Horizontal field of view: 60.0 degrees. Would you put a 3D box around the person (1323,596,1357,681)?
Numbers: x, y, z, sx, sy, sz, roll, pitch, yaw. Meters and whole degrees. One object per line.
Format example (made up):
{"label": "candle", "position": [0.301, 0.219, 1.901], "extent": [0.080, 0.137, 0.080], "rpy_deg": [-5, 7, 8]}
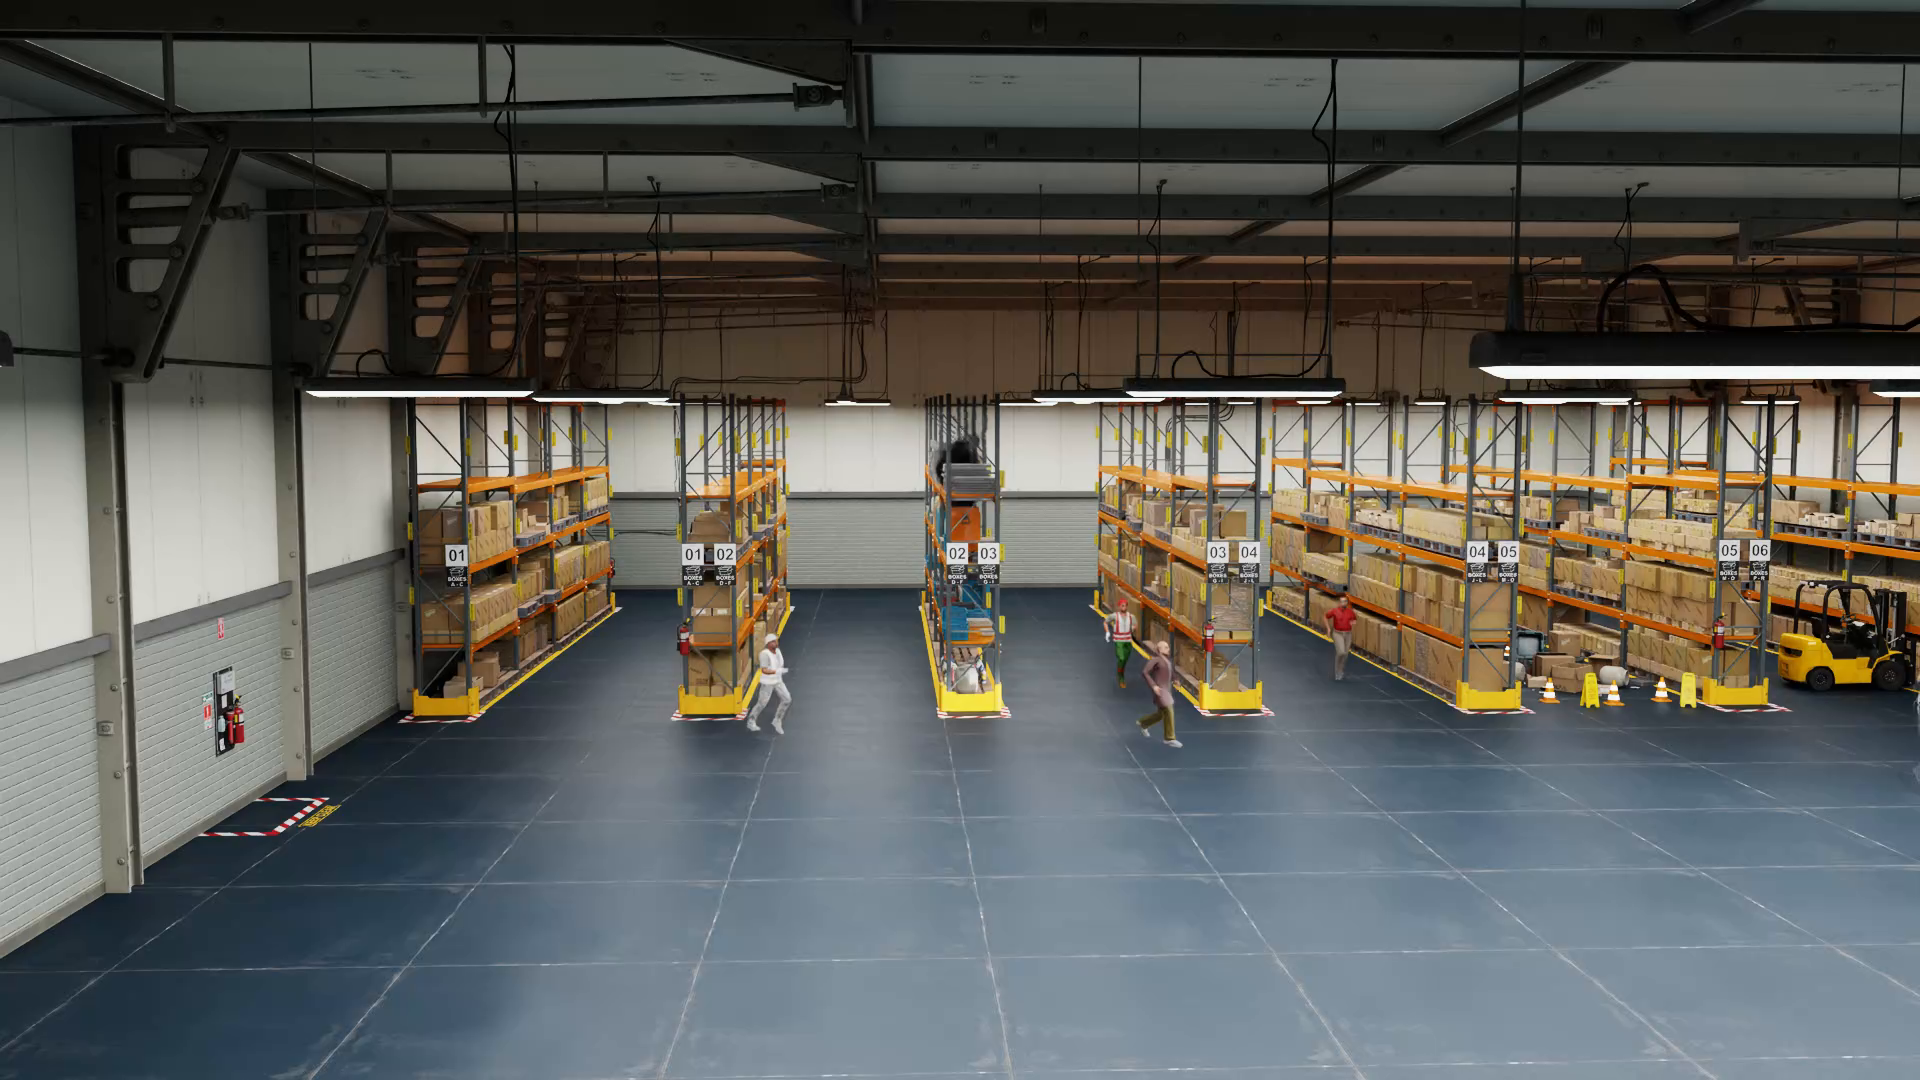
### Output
{"label": "person", "position": [8.101, 2.092, 35.242], "extent": [0.631, 1.798, 0.754], "rpy_deg": [-1, 5, -14]}

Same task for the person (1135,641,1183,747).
{"label": "person", "position": [3.400, 2.610, 28.384], "extent": [0.947, 1.781, 0.722], "rpy_deg": [3, 5, 33]}

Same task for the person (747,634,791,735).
{"label": "person", "position": [-3.307, 2.528, 29.184], "extent": [0.894, 1.800, 0.696], "rpy_deg": [3, 5, 32]}

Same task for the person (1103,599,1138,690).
{"label": "person", "position": [3.328, 2.125, 34.175], "extent": [0.646, 1.846, 0.793], "rpy_deg": [-2, 5, -19]}
